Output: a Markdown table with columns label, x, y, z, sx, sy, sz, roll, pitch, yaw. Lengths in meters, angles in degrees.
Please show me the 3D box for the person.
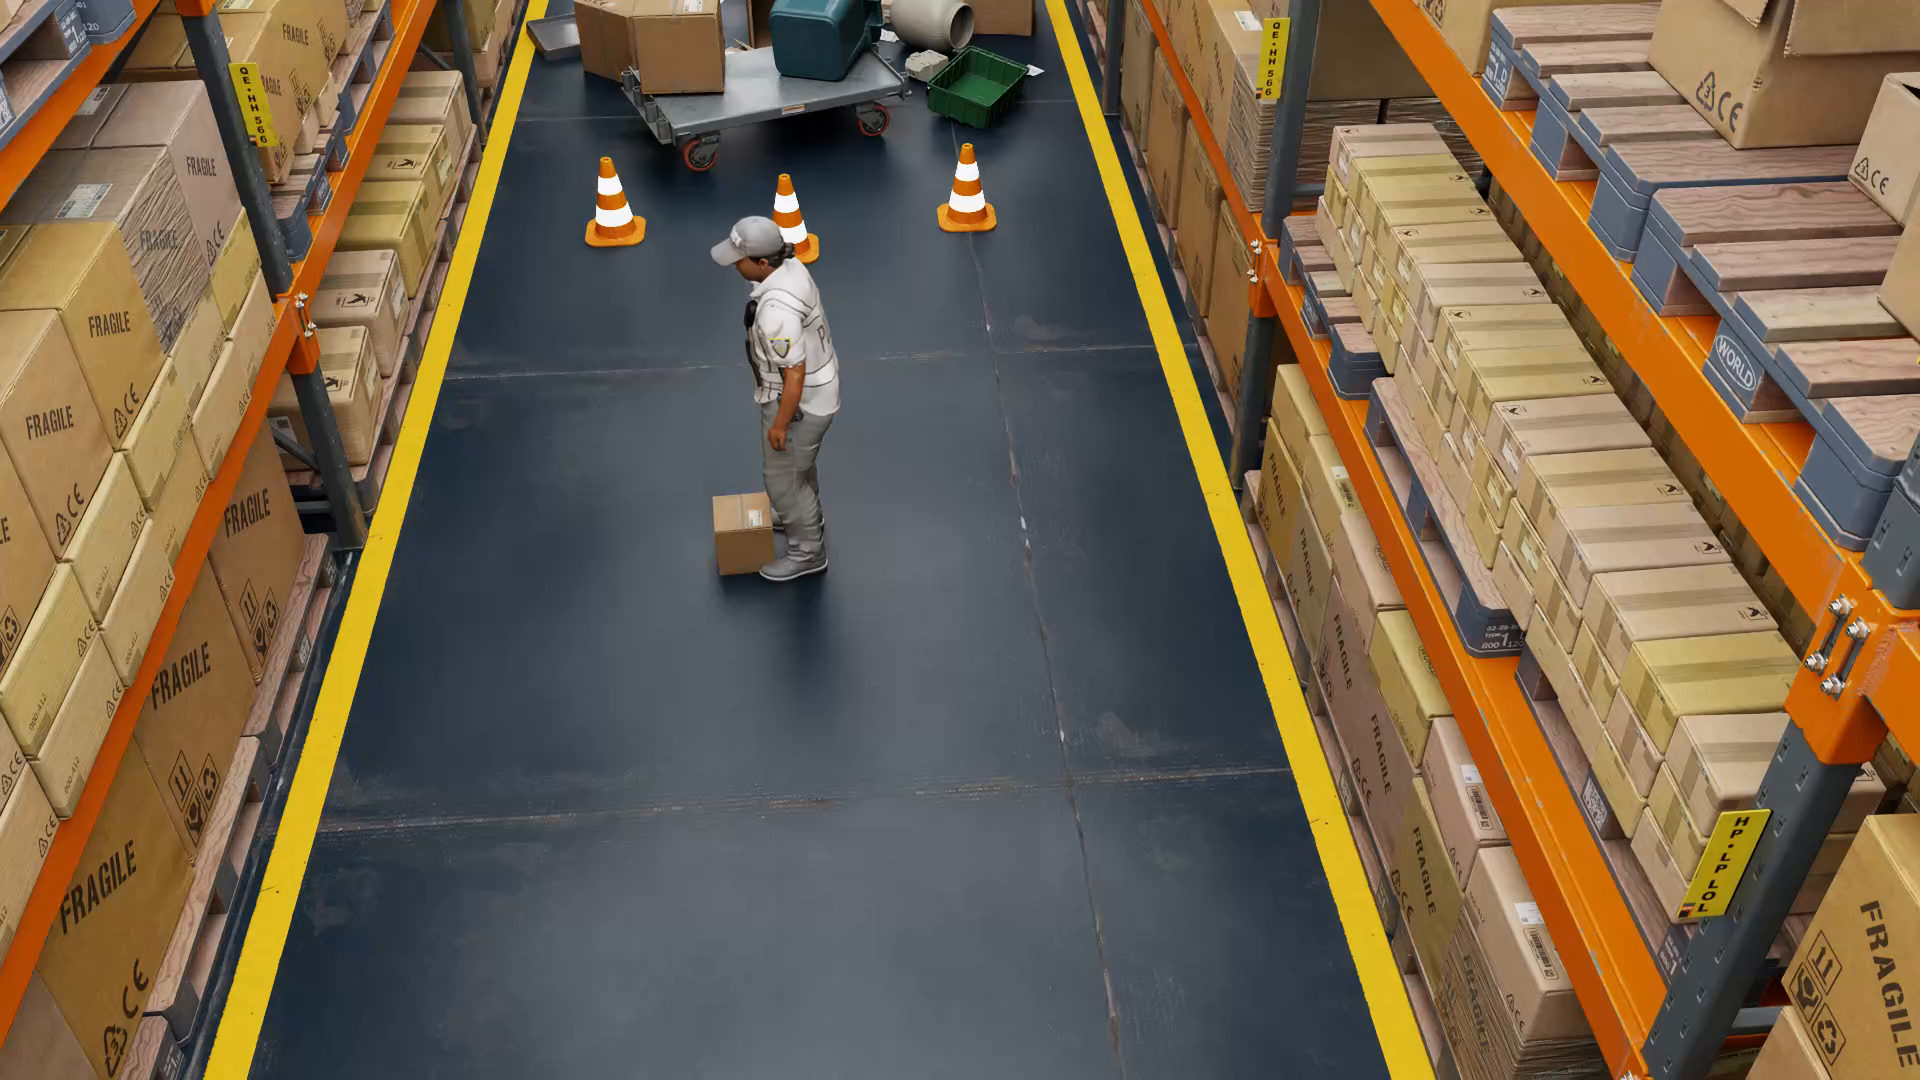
| label | x | y | z | sx | sy | sz | roll | pitch | yaw |
| --- | --- | --- | --- | --- | --- | --- | --- | --- | --- |
| person | 5.490 | -15.411 | 21.524 | 16.101 | 6.001 | 40.828 | -3 | 39 | -4 |
